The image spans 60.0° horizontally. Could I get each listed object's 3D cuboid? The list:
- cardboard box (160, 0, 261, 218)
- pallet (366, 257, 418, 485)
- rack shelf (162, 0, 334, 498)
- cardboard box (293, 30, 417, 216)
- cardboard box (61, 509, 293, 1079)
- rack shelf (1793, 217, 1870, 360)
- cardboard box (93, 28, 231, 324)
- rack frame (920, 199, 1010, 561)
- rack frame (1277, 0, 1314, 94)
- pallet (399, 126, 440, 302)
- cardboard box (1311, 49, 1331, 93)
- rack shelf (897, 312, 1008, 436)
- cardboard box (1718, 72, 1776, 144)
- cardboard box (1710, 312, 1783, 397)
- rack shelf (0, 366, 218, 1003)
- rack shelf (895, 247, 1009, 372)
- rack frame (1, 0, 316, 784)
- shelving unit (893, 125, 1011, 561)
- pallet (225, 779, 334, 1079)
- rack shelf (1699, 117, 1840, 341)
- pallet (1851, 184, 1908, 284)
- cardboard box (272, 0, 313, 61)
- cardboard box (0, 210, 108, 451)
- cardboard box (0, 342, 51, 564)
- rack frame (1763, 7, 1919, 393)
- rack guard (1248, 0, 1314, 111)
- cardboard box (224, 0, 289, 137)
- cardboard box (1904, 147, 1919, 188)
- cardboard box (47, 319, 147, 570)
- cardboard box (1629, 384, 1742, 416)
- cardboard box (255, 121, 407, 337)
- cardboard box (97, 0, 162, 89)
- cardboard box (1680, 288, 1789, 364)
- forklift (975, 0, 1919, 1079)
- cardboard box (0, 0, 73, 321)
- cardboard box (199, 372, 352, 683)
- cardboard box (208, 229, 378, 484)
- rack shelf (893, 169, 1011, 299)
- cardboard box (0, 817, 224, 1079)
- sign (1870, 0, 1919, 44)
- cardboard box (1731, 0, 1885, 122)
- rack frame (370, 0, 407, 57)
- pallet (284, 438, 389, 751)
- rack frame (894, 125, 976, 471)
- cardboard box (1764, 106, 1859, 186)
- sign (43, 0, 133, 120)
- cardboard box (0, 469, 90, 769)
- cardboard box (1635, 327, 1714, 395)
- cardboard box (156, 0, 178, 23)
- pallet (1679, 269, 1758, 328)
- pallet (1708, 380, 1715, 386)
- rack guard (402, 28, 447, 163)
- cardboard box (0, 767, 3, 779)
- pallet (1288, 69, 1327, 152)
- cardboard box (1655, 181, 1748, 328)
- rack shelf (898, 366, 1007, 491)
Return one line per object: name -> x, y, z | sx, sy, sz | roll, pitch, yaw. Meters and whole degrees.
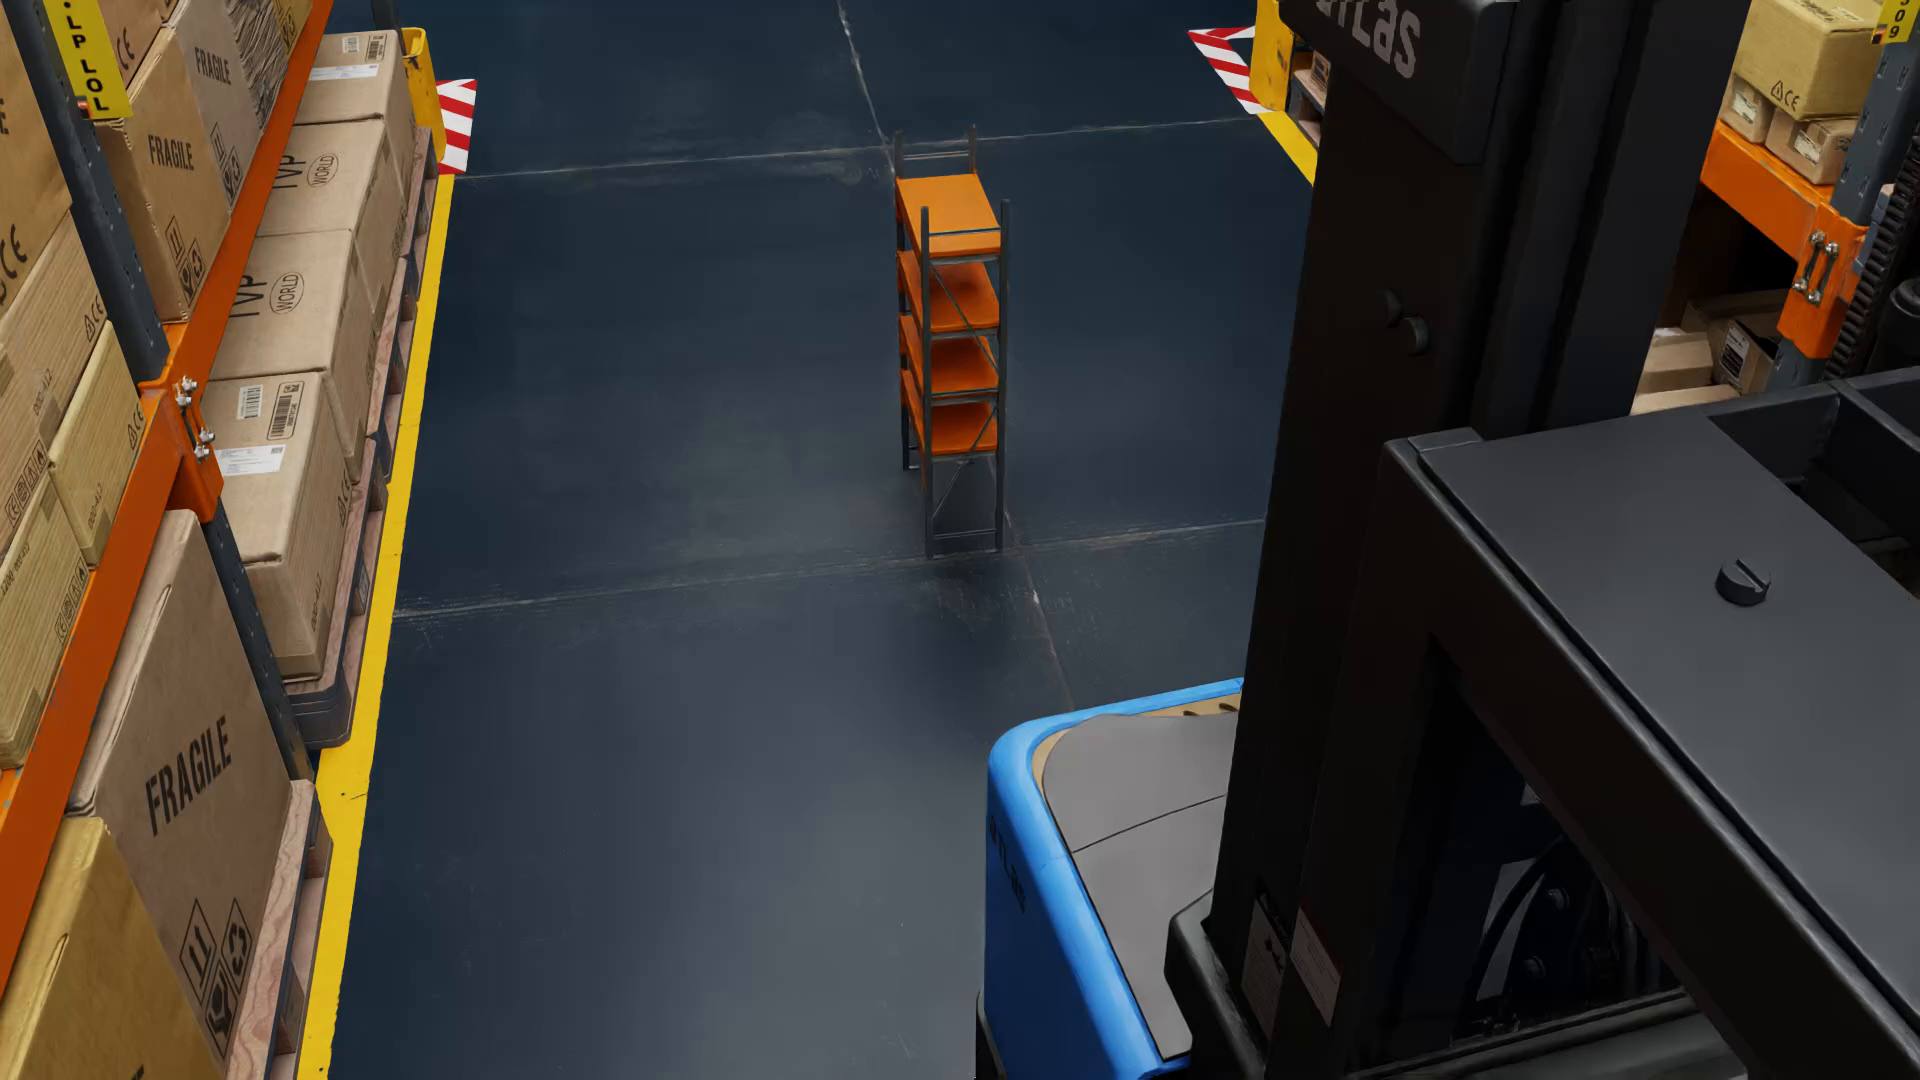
cardboard box -> -2.111, -1.120, 4.165 | 0.500, 0.500, 0.500 | -6, 38, -8
pallet -> -2.476, -0.569, 5.811 | 1.003, 0.211, 1.213 | -6, 38, -8
rack shelf -> -2.553, -1.388, 5.179 | 1.077, 0.370, 4.000 | -6, 38, -8
cardboard box -> -2.690, -1.647, 6.671 | 0.875, 0.438, 0.875 | -7, 38, -9
cardboard box -> -2.015, 0.575, 3.455 | 0.875, 0.875, 0.875 | -5, 38, -7
rack shelf -> 3.034, 0.491, 2.759 | 1.077, 0.370, 4.000 | -6, 38, -8
cardboard box -> -2.027, -0.816, 3.773 | 0.500, 0.500, 0.500 | -5, 38, -6
rack frame -> 0.014, -0.426, 4.821 | 0.240, 1.200, 0.015 | -6, 38, -8
rack frame -> 1.982, -3.417, 7.203 | 1.000, 3.000, 0.127 | -6, 38, -8
pallet -> -2.687, -1.305, 6.758 | 1.003, 0.211, 1.213 | -6, 38, -8
cardboard box -> 1.996, -2.217, 7.351 | 0.797, 0.503, 0.637 | -8, 38, -10
rack shelf -> -0.029, -0.521, 5.052 | 0.258, 0.148, 0.480 | -6, 38, -8
cardboard box -> 2.312, -1.222, 4.582 | 0.380, 0.149, 0.250 | -5, 38, -7
cardboard box -> 2.800, -0.529, 5.335 | 0.500, 0.311, 0.500 | -5, 38, -6
rack shelf -> -1.852, 1.028, 2.069 | 1.077, 0.370, 4.000 | -6, 38, -8
rack shelf -> -0.029, -0.697, 4.915 | 0.258, 0.148, 0.480 | -6, 38, -8
rack frame -> -2.203, -0.465, 3.403 | 1.000, 3.000, 0.127 | -6, 38, -8
shelving unit -> -0.029, -0.574, 5.011 | 0.258, 1.200, 0.503 | -6, 38, -8
pallet -> -1.993, 1.095, 3.669 | 1.003, 0.211, 1.213 | -6, 38, -8
rack shelf -> 2.333, -1.925, 5.869 | 1.077, 0.370, 4.000 | -6, 38, -8
pallet -> 2.716, -0.430, 3.516 | 1.003, 0.211, 1.213 | -6, 38, -8
cardboard box -> -2.282, -1.732, 4.953 | 0.500, 0.500, 0.500 | -5, 38, -7
cardboard box -> -1.886, -0.363, 2.986 | 0.500, 0.250, 0.500 | -6, 38, -8
cardboard box -> -1.791, -0.061, 2.599 | 0.500, 0.250, 0.500 | -5, 38, -7
rack frame -> 2.684, -1.001, 4.093 | 1.000, 3.000, 0.127 | -6, 38, -8
rack guard -> 1.996, -2.384, 7.911 | 1.175, 0.500, 0.348 | -6, 38, -8
cardboard box -> -2.192, -1.421, 4.553 | 0.500, 0.500, 0.500 | -6, 38, -8
cardboard box -> 2.548, -0.890, 3.526 | 0.700, 0.500, 0.500 | -5, 38, -7
cardboard box -> -1.876, -0.161, 3.135 | 0.500, 0.250, 0.500 | -7, 38, -9
cardboard box -> 2.297, -0.346, 5.231 | 0.380, 0.149, 0.250 | -7, 38, -9
cardboard box -> -2.521, -1.095, 5.960 | 0.875, 0.438, 0.875 | -5, 38, -7
cardboard box -> -2.048, -1.213, 3.469 | 0.500, 0.500, 0.500 | -6, 38, -8
cardboard box -> 2.724, -0.727, 5.722 | 0.380, 0.149, 0.250 | -7, 38, -9
forklift -> 0.934, 0.822, 1.803 | 1.130, 2.935, 3.031 | -10, 39, -13
cardboard box -> -1.877, -0.656, 2.753 | 0.500, 0.500, 0.500 | -5, 38, -6
cardboard box -> -2.207, -0.009, 4.563 | 0.875, 0.438, 0.875 | -7, 38, -9
cardboard box -> -2.365, -0.550, 5.259 | 0.875, 0.438, 0.875 | -7, 38, -9
rack shelf -> -0.029, -0.884, 4.770 | 0.258, 0.148, 0.480 | -6, 38, -8
cardboard box -> -1.849, 1.119, 2.754 | 0.875, 0.875, 0.875 | -5, 38, -7
sign -> 2.151, -1.280, 3.746 | 0.100, 0.325, 0.005 | -6, 38, -8
cardboard box -> 2.354, -1.340, 4.410 | 0.500, 0.250, 0.500 | -5, 38, -7
rack frame -> -2.904, -2.881, 6.513 | 1.000, 3.000, 0.127 | -6, 38, -8
pallet -> -2.259, 0.169, 4.860 | 1.003, 0.211, 1.213 | -6, 38, -8
rack frame -> -0.072, -0.721, 5.200 | 0.240, 1.200, 0.015 | -6, 38, -8
cardboard box -> 2.379, -1.067, 4.383 | 0.380, 0.149, 0.250 | -6, 38, -7
sign -> -1.670, -0.955, 3.155 | 0.100, 0.325, 0.005 | -6, 38, -8
cardboard box -> -1.788, 0.146, 2.739 | 0.500, 0.250, 0.500 | -7, 38, -9
cardboard box -> 2.234, -0.607, 5.473 | 0.396, 0.266, 0.258 | -5, 38, -6
cardboard box -> -2.130, -1.518, 3.863 | 0.500, 0.500, 0.500 | -7, 38, -9
pallet -> 2.347, -1.053, 6.433 | 1.003, 0.211, 1.213 | -6, 38, -8
pallet -> 2.564, -0.314, 5.483 | 1.003, 0.211, 1.213 | -6, 38, -8
rack guard -> -2.908, -1.908, 7.298 | 1.175, 0.500, 0.348 | -6, 38, -8
cardboard box -> -1.718, 0.453, 2.344 | 0.500, 0.250, 0.500 | -7, 38, -9
pallet -> 2.136, -1.788, 7.380 | 1.003, 0.211, 1.213 | -6, 38, -8
cardboard box -> 2.290, -1.068, 5.875 | 0.700, 0.500, 0.500 | -8, 38, -10
rack shelf -> -0.029, -0.364, 5.174 | 0.258, 0.148, 0.480 | -6, 38, -8
